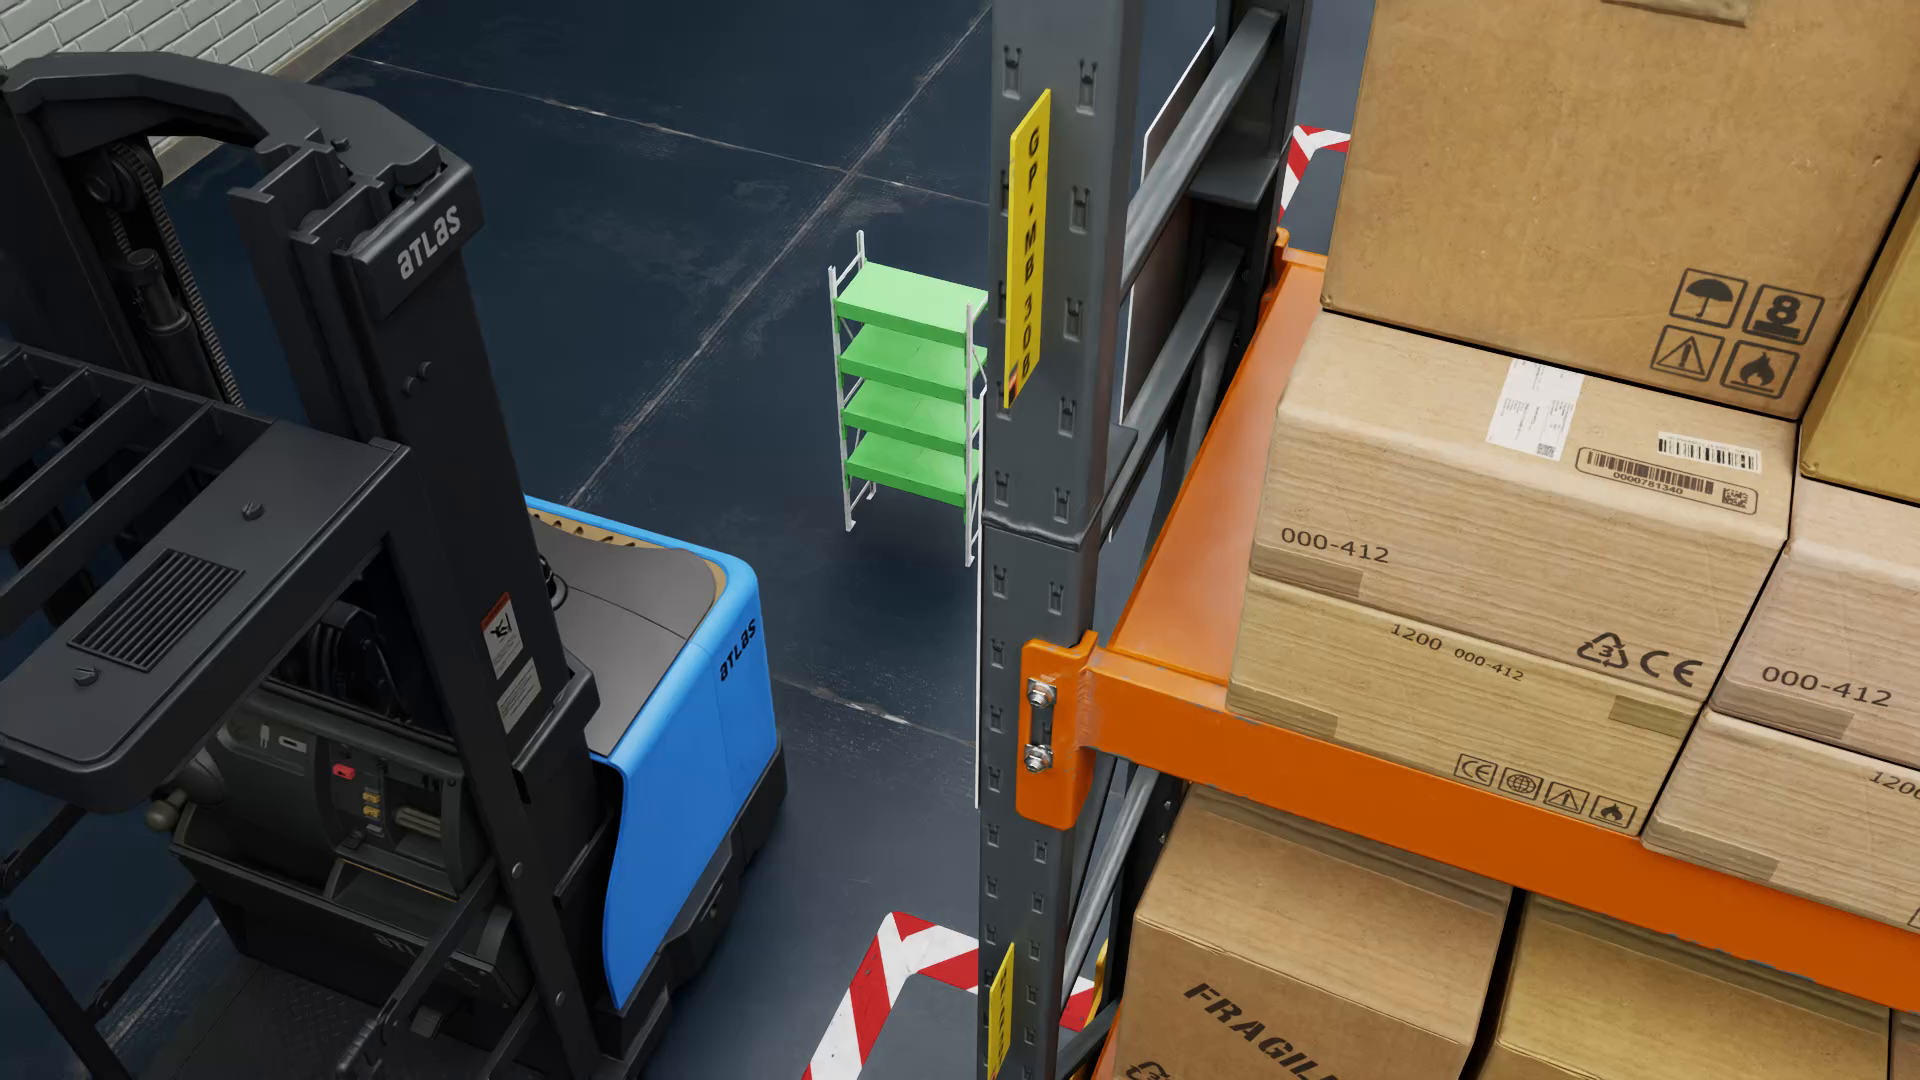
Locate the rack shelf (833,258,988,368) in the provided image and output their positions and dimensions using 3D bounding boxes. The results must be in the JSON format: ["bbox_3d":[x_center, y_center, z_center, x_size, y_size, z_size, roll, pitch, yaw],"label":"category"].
[{"bbox_3d":[-0.153,-0.765,5.579,0.480,0.148,0.258,16,47,16],"label":"rack shelf"}]

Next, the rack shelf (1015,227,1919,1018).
[{"bbox_3d":[2.122,0.471,2.034,4.000,0.370,1.077,16,47,16],"label":"rack shelf"}]

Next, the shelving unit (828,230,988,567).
[{"bbox_3d":[-0.153,-0.470,5.872,0.503,1.200,0.258,16,47,16],"label":"shelving unit"}]

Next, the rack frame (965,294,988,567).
[{"bbox_3d":[0.072,-0.404,5.805,0.015,1.200,0.240,16,47,16],"label":"rack frame"}]

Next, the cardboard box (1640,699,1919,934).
[{"bbox_3d":[1.109,0.175,1.927,0.500,0.250,0.500,16,47,16],"label":"cardboard box"}]

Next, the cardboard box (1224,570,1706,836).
[{"bbox_3d":[0.652,0.031,2.072,0.500,0.250,0.500,16,47,16],"label":"cardboard box"}]

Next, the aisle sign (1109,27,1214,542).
[{"bbox_3d":[0.331,-0.404,2.686,0.004,0.787,0.394,16,47,16],"label":"aisle sign"}]

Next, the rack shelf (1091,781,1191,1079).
[{"bbox_3d":[2.122,1.534,3.092,4.000,0.370,1.077,16,47,16],"label":"rack shelf"}]

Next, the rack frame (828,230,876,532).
[{"bbox_3d":[-0.378,-0.537,5.939,0.015,1.200,0.240,16,47,16],"label":"rack frame"}]

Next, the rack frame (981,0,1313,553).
[{"bbox_3d":[0.276,-1.391,1.268,0.127,3.000,1.000,16,47,16],"label":"rack frame"}]

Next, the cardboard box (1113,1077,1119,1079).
[{"bbox_3d":[0.584,0.993,3.055,0.500,0.500,0.500,17,47,17],"label":"cardboard box"}]

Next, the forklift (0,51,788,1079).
[{"bbox_3d":[-1.567,0.626,3.542,1.130,2.935,3.031,16,47,15],"label":"forklift"}]

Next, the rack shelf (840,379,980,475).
[{"bbox_3d":[-0.153,-0.425,5.917,0.480,0.148,0.258,16,47,16],"label":"rack shelf"}]

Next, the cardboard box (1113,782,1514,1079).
[{"bbox_3d":[0.584,0.638,2.702,0.500,0.500,0.500,18,48,17],"label":"cardboard box"}]

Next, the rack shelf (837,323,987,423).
[{"bbox_3d":[-0.153,-0.595,5.748,0.480,0.148,0.258,16,47,16],"label":"rack shelf"}]

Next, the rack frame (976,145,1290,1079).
[{"bbox_3d":[0.276,0.736,3.384,0.127,3.000,1.000,16,47,16],"label":"rack frame"}]

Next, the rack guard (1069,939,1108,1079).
[{"bbox_3d":[0.346,1.643,4.245,0.348,0.500,1.175,16,47,16],"label":"rack guard"}]

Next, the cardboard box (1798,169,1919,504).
[{"bbox_3d":[1.185,-0.398,1.616,0.500,0.500,0.700,16,47,16],"label":"cardboard box"}]

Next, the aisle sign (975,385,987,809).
[{"bbox_3d":[0.100,-0.013,2.293,0.004,0.787,0.394,16,47,16],"label":"aisle sign"}]

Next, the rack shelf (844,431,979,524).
[{"bbox_3d":[-0.153,-0.255,6.086,0.480,0.148,0.258,16,47,16],"label":"rack shelf"}]

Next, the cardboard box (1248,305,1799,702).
[{"bbox_3d":[0.650,-0.143,1.892,0.500,0.250,0.500,16,47,16],"label":"cardboard box"}]

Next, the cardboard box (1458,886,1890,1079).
[{"bbox_3d":[1.070,0.775,2.564,0.500,0.500,0.500,17,47,16],"label":"cardboard box"}]

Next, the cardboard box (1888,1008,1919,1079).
[{"bbox_3d":[1.529,0.914,2.425,0.500,0.500,0.500,17,47,16],"label":"cardboard box"}]

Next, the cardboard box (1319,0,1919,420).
[{"bbox_3d":[0.757,-0.588,1.808,0.500,0.500,0.700,16,47,16],"label":"cardboard box"}]

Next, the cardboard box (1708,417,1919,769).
[{"bbox_3d":[1.109,-0.002,1.751,0.500,0.250,0.500,16,47,16],"label":"cardboard box"}]

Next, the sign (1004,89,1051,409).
[{"bbox_3d":[0.067,-0.284,1.662,0.005,0.325,0.100,16,47,16],"label":"sign"}]

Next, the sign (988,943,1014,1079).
[{"bbox_3d":[0.067,0.782,2.723,0.005,0.325,0.100,16,47,16],"label":"sign"}]
